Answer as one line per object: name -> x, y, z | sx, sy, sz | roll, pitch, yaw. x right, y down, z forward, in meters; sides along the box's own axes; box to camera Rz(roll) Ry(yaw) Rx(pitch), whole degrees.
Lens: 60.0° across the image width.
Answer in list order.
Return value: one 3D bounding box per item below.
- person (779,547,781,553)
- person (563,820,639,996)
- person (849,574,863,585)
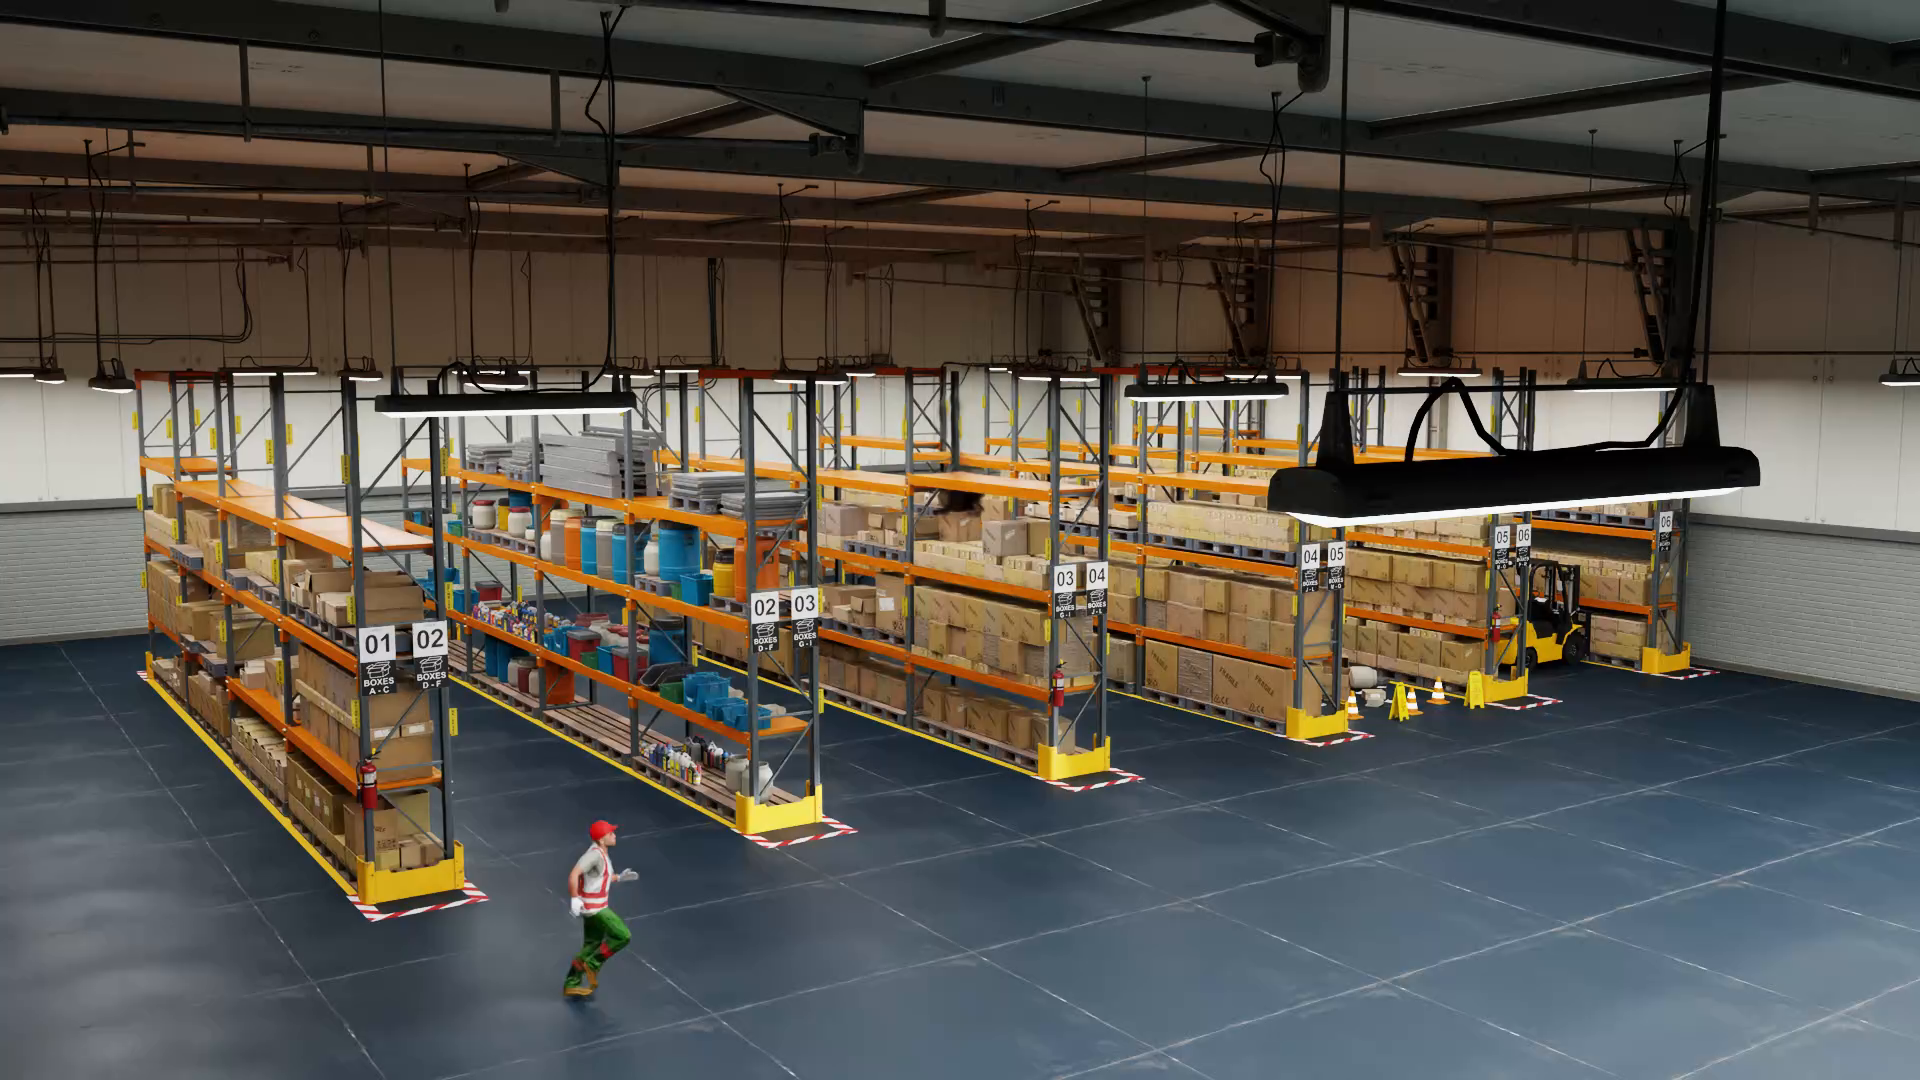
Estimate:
person -> -4.460, 0.956, 40.074 | 0.690, 1.712, 0.549 | 1, 7, 10
person -> -3.532, 3.581, 16.324 | 0.750, 1.663, 0.707 | -1, 7, -9
person -> -2.580, 0.827, 41.965 | 0.516, 1.515, 0.593 | 0, 6, -2
